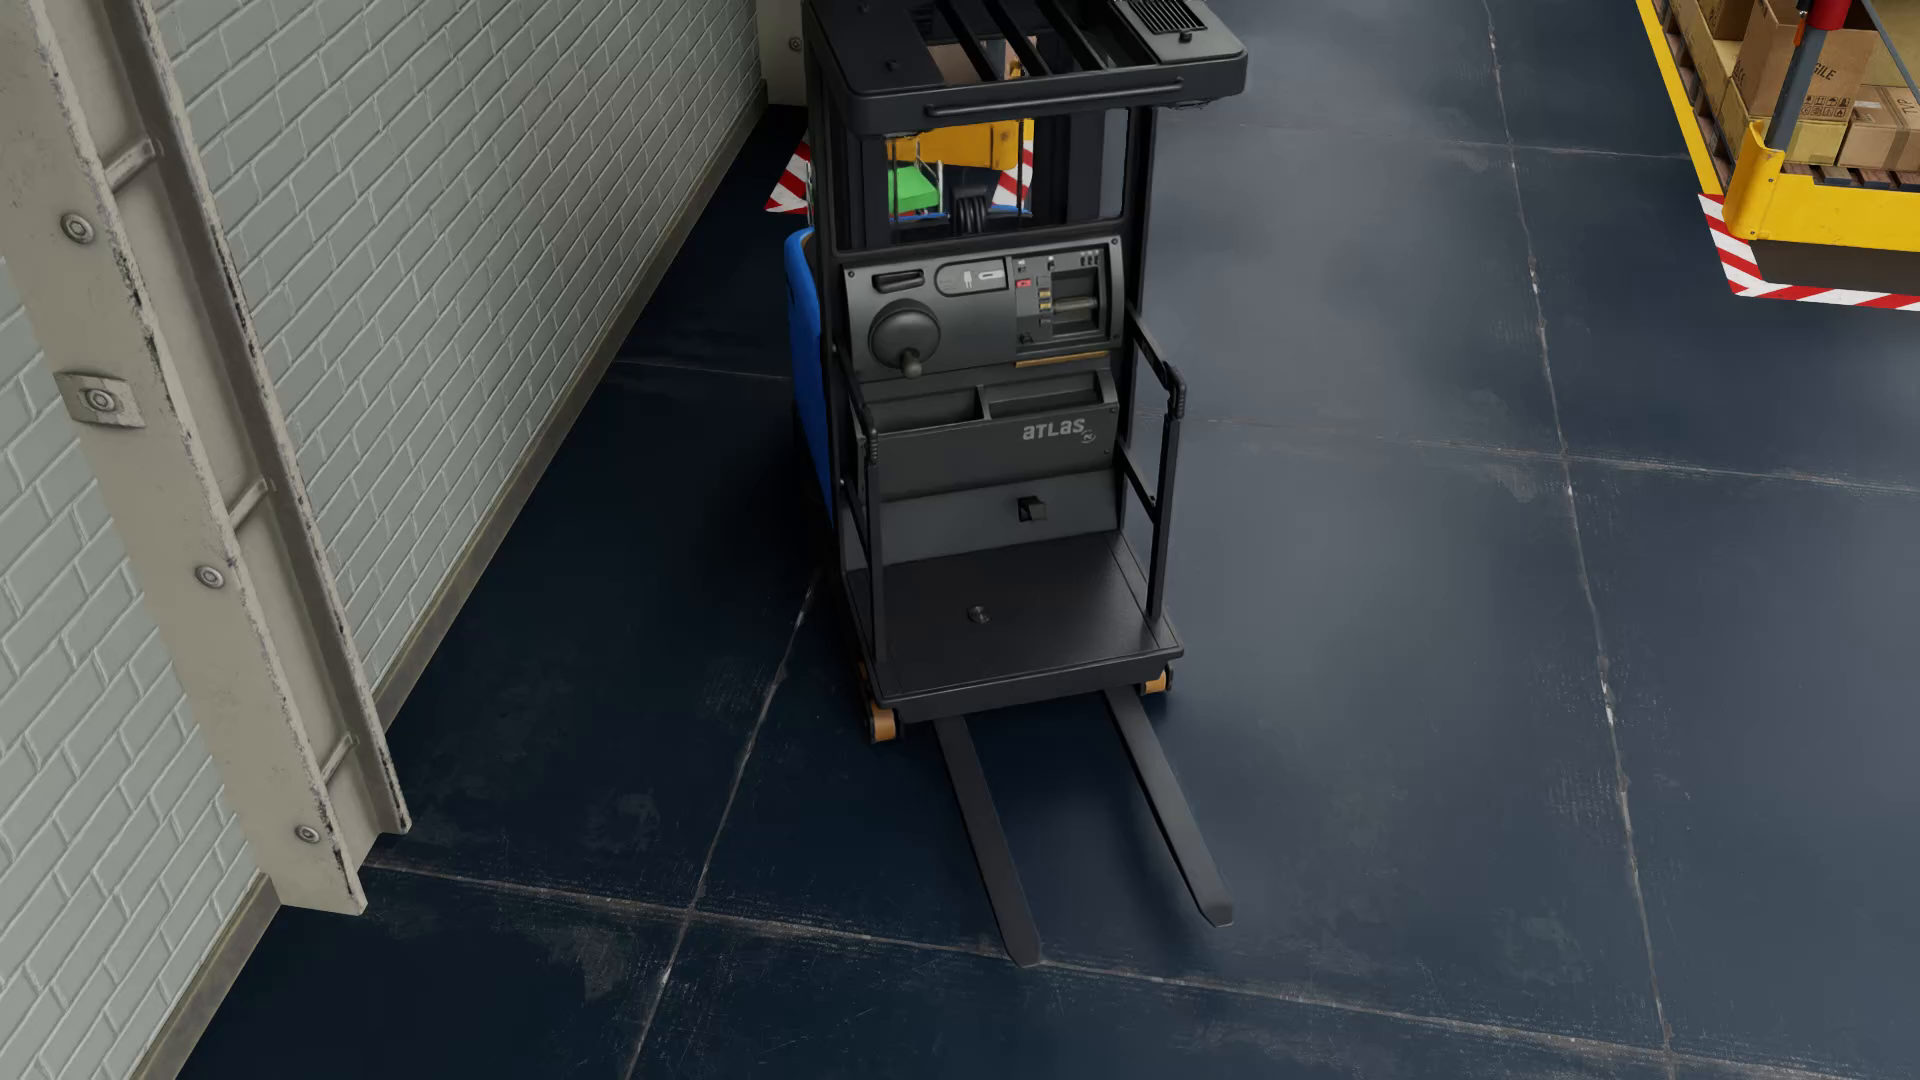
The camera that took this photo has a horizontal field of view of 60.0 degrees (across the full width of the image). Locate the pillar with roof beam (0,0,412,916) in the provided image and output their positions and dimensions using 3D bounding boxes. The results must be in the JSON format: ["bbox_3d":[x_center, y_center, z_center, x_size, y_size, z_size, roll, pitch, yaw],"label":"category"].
[{"bbox_3d":[2.212,-1.937,2.031,9.100,9.000,0.400,6,40,8],"label":"pillar with roof beam"}]

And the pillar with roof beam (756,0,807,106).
[{"bbox_3d":[3.250,-5.702,6.585,9.100,9.000,0.400,6,40,8],"label":"pillar with roof beam"}]

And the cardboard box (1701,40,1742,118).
[{"bbox_3d":[4.497,-2.573,9.336,0.500,0.250,0.500,6,40,8],"label":"cardboard box"}]

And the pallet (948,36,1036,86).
[{"bbox_3d":[-0.071,-2.809,9.982,1.003,0.211,1.213,6,40,8],"label":"pallet"}]

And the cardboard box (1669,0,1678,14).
[{"bbox_3d":[4.750,-3.515,10.476,0.500,0.250,0.500,6,40,8],"label":"cardboard box"}]

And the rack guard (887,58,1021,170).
[{"bbox_3d":[-0.246,-2.415,9.278,1.175,0.500,0.348,6,40,8],"label":"rack guard"}]

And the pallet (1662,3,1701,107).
[{"bbox_3d":[4.925,-2.960,10.164,1.003,0.211,1.213,6,40,8],"label":"pallet"}]

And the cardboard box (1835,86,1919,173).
[{"bbox_3d":[4.932,-2.201,8.886,0.500,0.250,0.500,6,40,8],"label":"cardboard box"}]

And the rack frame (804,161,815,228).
[{"bbox_3d":[-0.573,-0.999,7.017,0.015,1.200,0.240,-16,42,-19],"label":"rack frame"}]

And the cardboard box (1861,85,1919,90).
[{"bbox_3d":[5.015,-2.515,9.266,0.500,0.250,0.500,6,40,8],"label":"cardboard box"}]

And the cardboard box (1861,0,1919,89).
[{"bbox_3d":[5.017,-2.804,9.027,0.500,0.500,0.500,6,40,8],"label":"cardboard box"}]

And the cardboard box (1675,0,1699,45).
[{"bbox_3d":[4.670,-3.200,10.095,0.500,0.250,0.500,6,40,8],"label":"cardboard box"}]

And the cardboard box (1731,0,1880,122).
[{"bbox_3d":[4.420,-2.547,8.716,0.500,0.500,0.500,6,40,8],"label":"cardboard box"}]

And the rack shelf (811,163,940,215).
[{"bbox_3d":[-0.351,-1.385,6.830,0.480,0.148,0.258,-16,42,-19],"label":"rack shelf"}]

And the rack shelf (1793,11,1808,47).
[{"bbox_3d":[4.966,-3.764,9.514,1.077,0.370,4.000,6,40,8],"label":"rack shelf"}]

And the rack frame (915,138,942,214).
[{"bbox_3d":[-0.130,-1.129,7.174,0.015,1.200,0.240,-16,42,-19],"label":"rack frame"}]

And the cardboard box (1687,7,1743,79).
[{"bbox_3d":[4.581,-2.887,9.716,0.500,0.250,0.500,6,40,8],"label":"cardboard box"}]

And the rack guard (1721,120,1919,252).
[{"bbox_3d":[4.616,-1.808,8.544,1.175,0.500,0.348,6,40,8],"label":"rack guard"}]

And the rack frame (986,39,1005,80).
[{"bbox_3d":[-0.259,-3.330,8.424,1.000,3.000,0.127,6,40,8],"label":"rack frame"}]

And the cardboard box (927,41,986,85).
[{"bbox_3d":[-0.051,-2.888,9.654,0.500,0.311,0.500,2,40,3],"label":"cardboard box"}]

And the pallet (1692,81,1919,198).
[{"bbox_3d":[4.711,-2.196,9.241,1.003,0.211,1.213,6,40,8],"label":"pallet"}]

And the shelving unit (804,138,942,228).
[{"bbox_3d":[-0.351,-1.064,7.096,0.503,1.200,0.258,-16,42,-19],"label":"shelving unit"}]

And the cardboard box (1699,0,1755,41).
[{"bbox_3d":[4.579,-3.176,9.477,0.500,0.500,0.500,6,40,8],"label":"cardboard box"}]

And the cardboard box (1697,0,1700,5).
[{"bbox_3d":[4.666,-3.490,9.857,0.500,0.500,0.500,6,40,8],"label":"cardboard box"}]

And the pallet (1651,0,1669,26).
[{"bbox_3d":[5.134,-3.728,11.093,1.003,0.211,1.213,6,40,8],"label":"pallet"}]

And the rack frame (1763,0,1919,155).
[{"bbox_3d":[4.620,-2.786,7.766,1.000,3.000,0.127,6,40,8],"label":"rack frame"}]

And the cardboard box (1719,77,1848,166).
[{"bbox_3d":[4.422,-2.258,8.955,0.500,0.250,0.500,6,40,8],"label":"cardboard box"}]

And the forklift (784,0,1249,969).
[{"bbox_3d":[0.140,-0.688,5.282,1.130,2.935,3.031,-9,40,-11],"label":"forklift"}]

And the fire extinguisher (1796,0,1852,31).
[{"bbox_3d":[4.142,-2.734,7.763,0.296,0.674,0.183,6,40,8],"label":"fire extinguisher"}]
